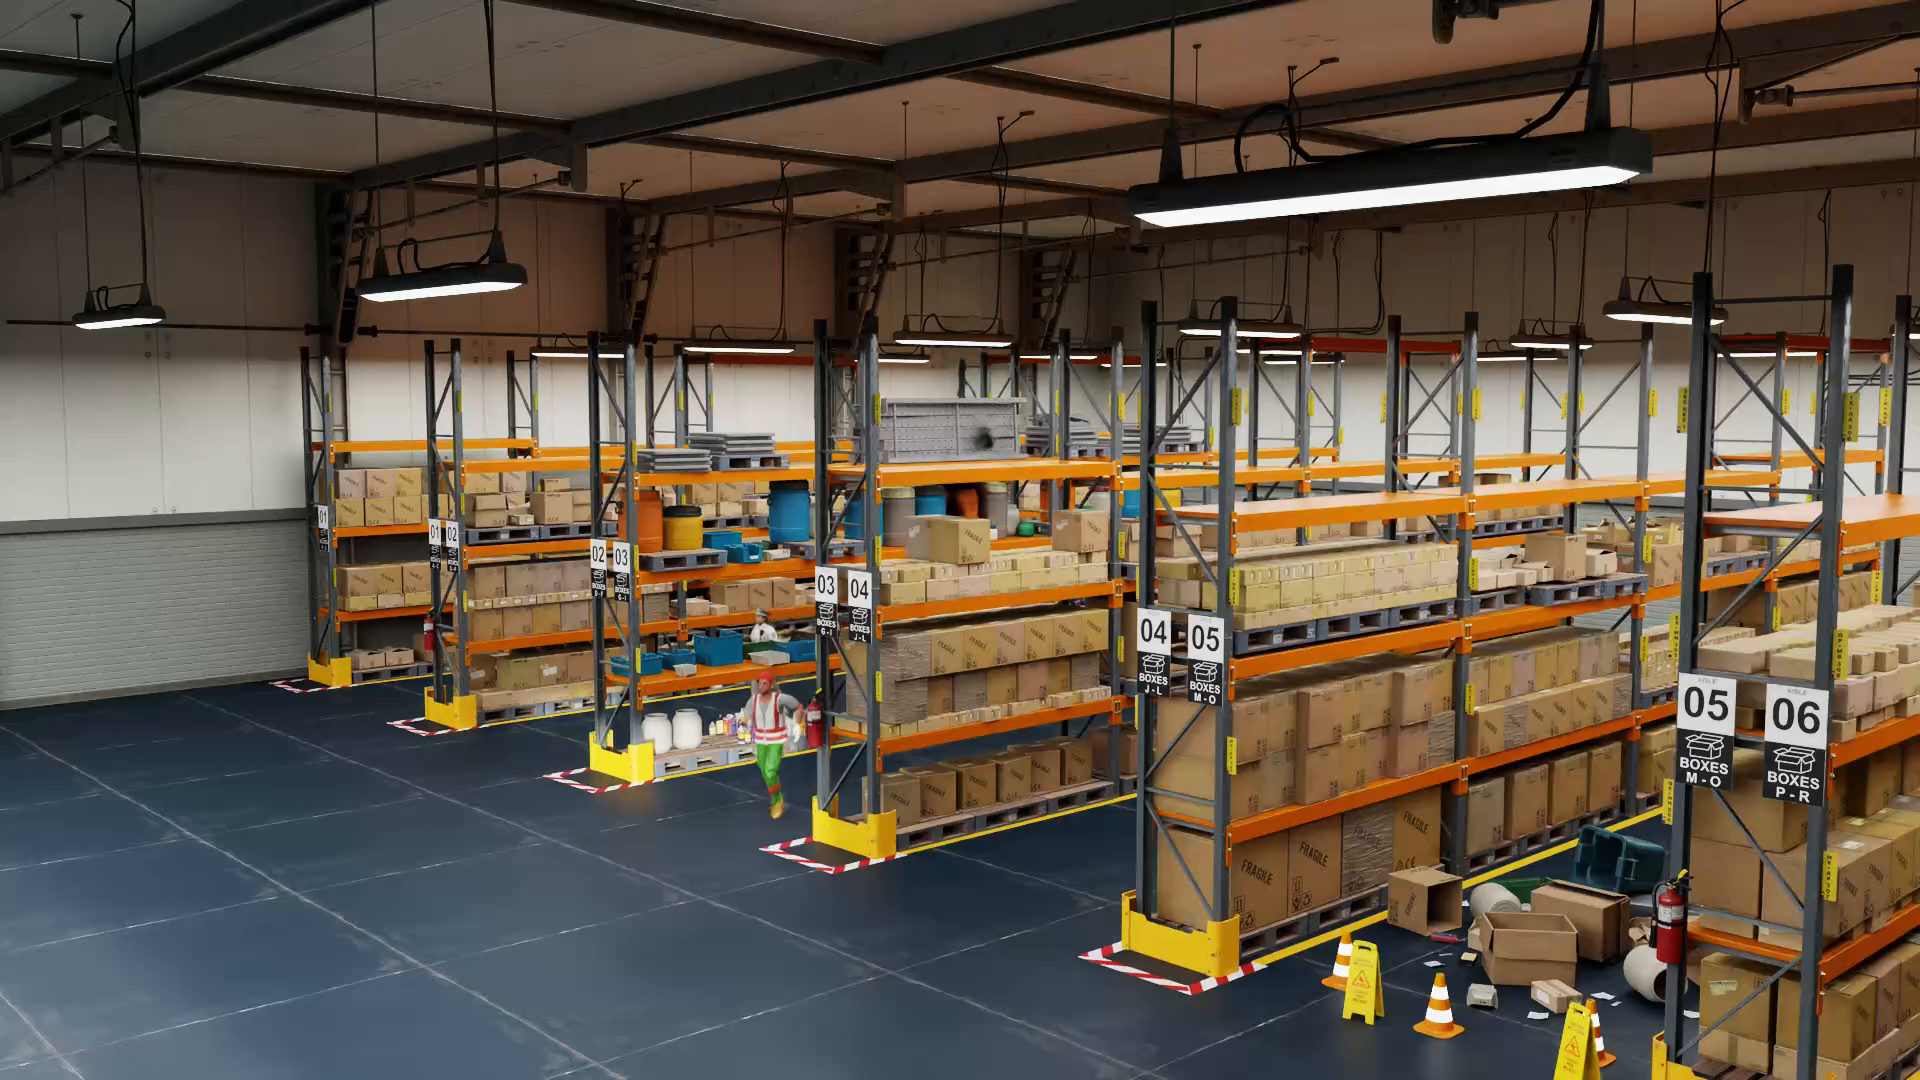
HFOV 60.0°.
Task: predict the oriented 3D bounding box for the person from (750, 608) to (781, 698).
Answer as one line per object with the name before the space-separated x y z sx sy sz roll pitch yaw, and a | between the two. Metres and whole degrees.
person | -3.157 1.954 26.939 0.592 1.726 0.827 3 6 32

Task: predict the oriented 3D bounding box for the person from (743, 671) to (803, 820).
person | -2.322 2.503 20.224 0.663 1.820 0.725 2 5 22
